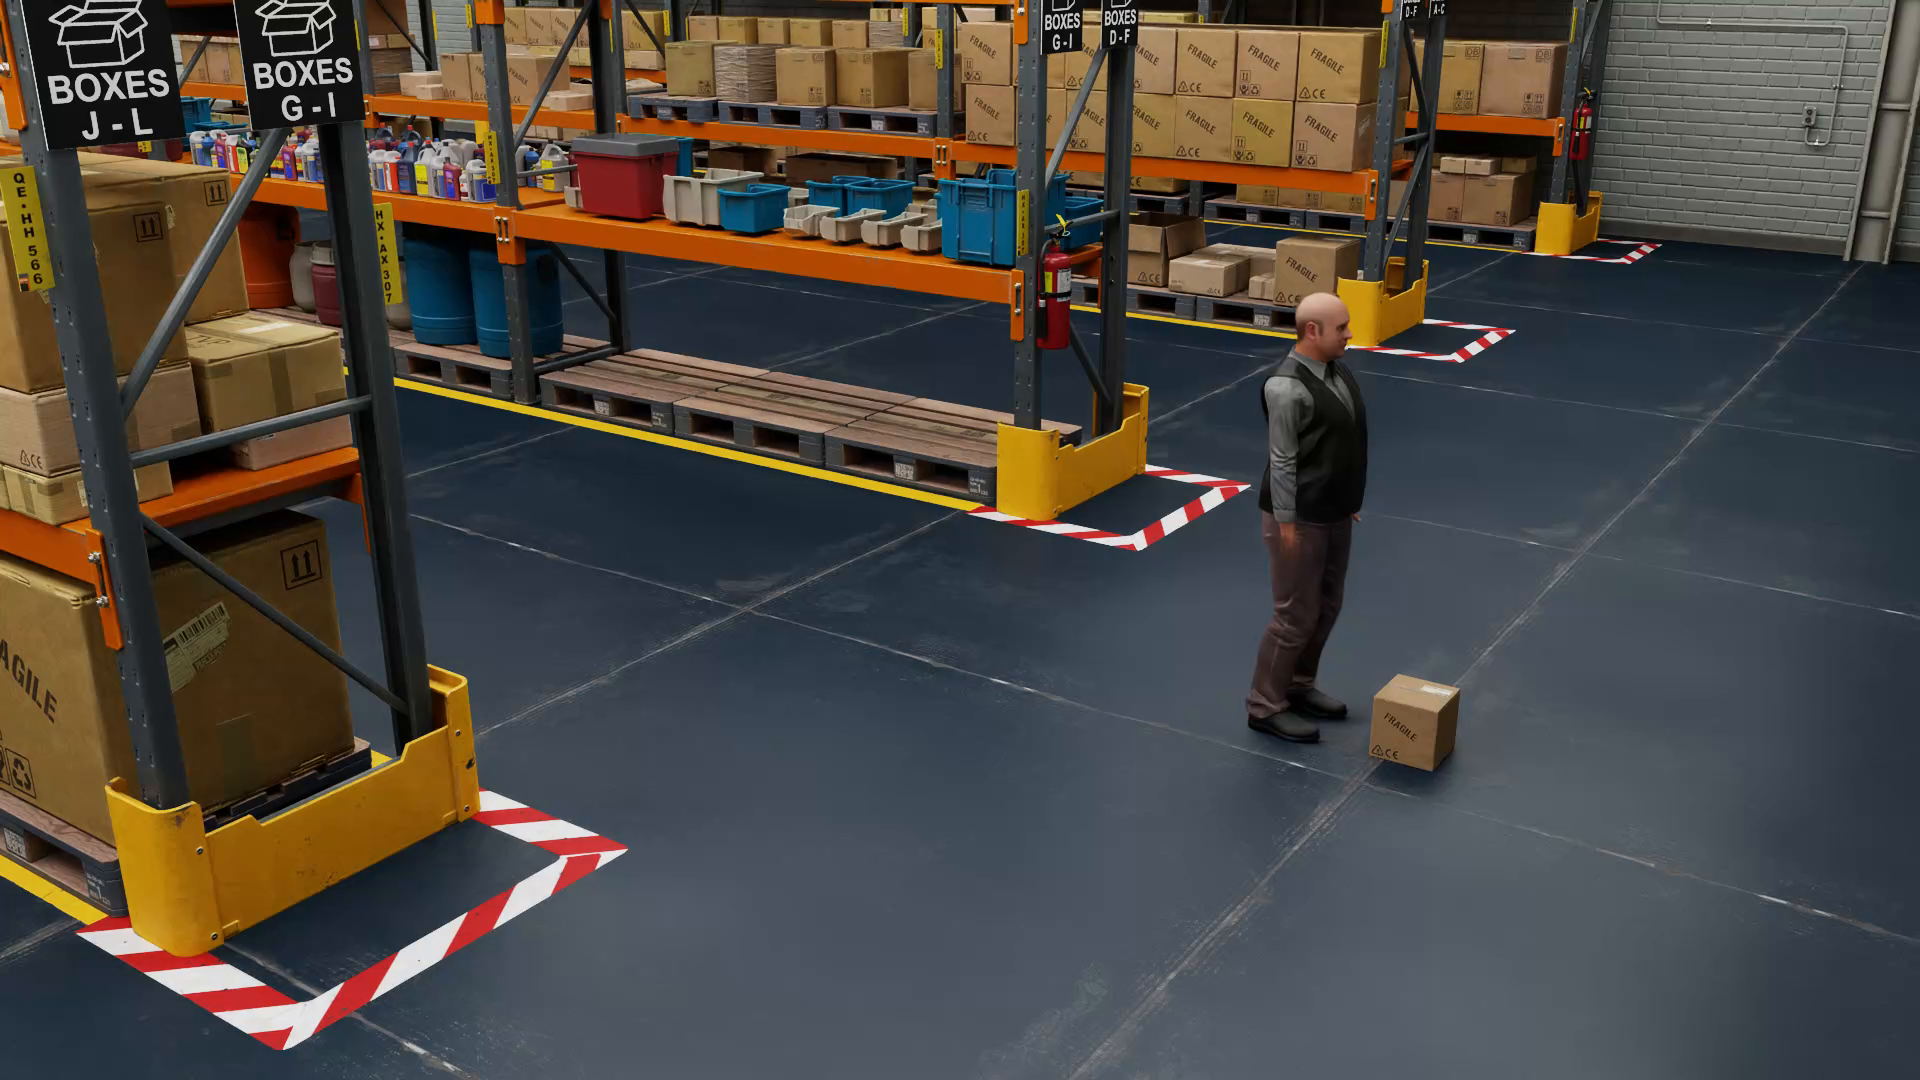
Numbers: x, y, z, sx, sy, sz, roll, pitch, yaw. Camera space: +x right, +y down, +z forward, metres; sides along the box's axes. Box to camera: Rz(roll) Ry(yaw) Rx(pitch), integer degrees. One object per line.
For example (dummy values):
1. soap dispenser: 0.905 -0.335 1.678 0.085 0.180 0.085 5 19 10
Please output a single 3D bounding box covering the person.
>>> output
1. person: 1.350 -0.094 6.380 0.360 1.716 0.532 14 24 33
